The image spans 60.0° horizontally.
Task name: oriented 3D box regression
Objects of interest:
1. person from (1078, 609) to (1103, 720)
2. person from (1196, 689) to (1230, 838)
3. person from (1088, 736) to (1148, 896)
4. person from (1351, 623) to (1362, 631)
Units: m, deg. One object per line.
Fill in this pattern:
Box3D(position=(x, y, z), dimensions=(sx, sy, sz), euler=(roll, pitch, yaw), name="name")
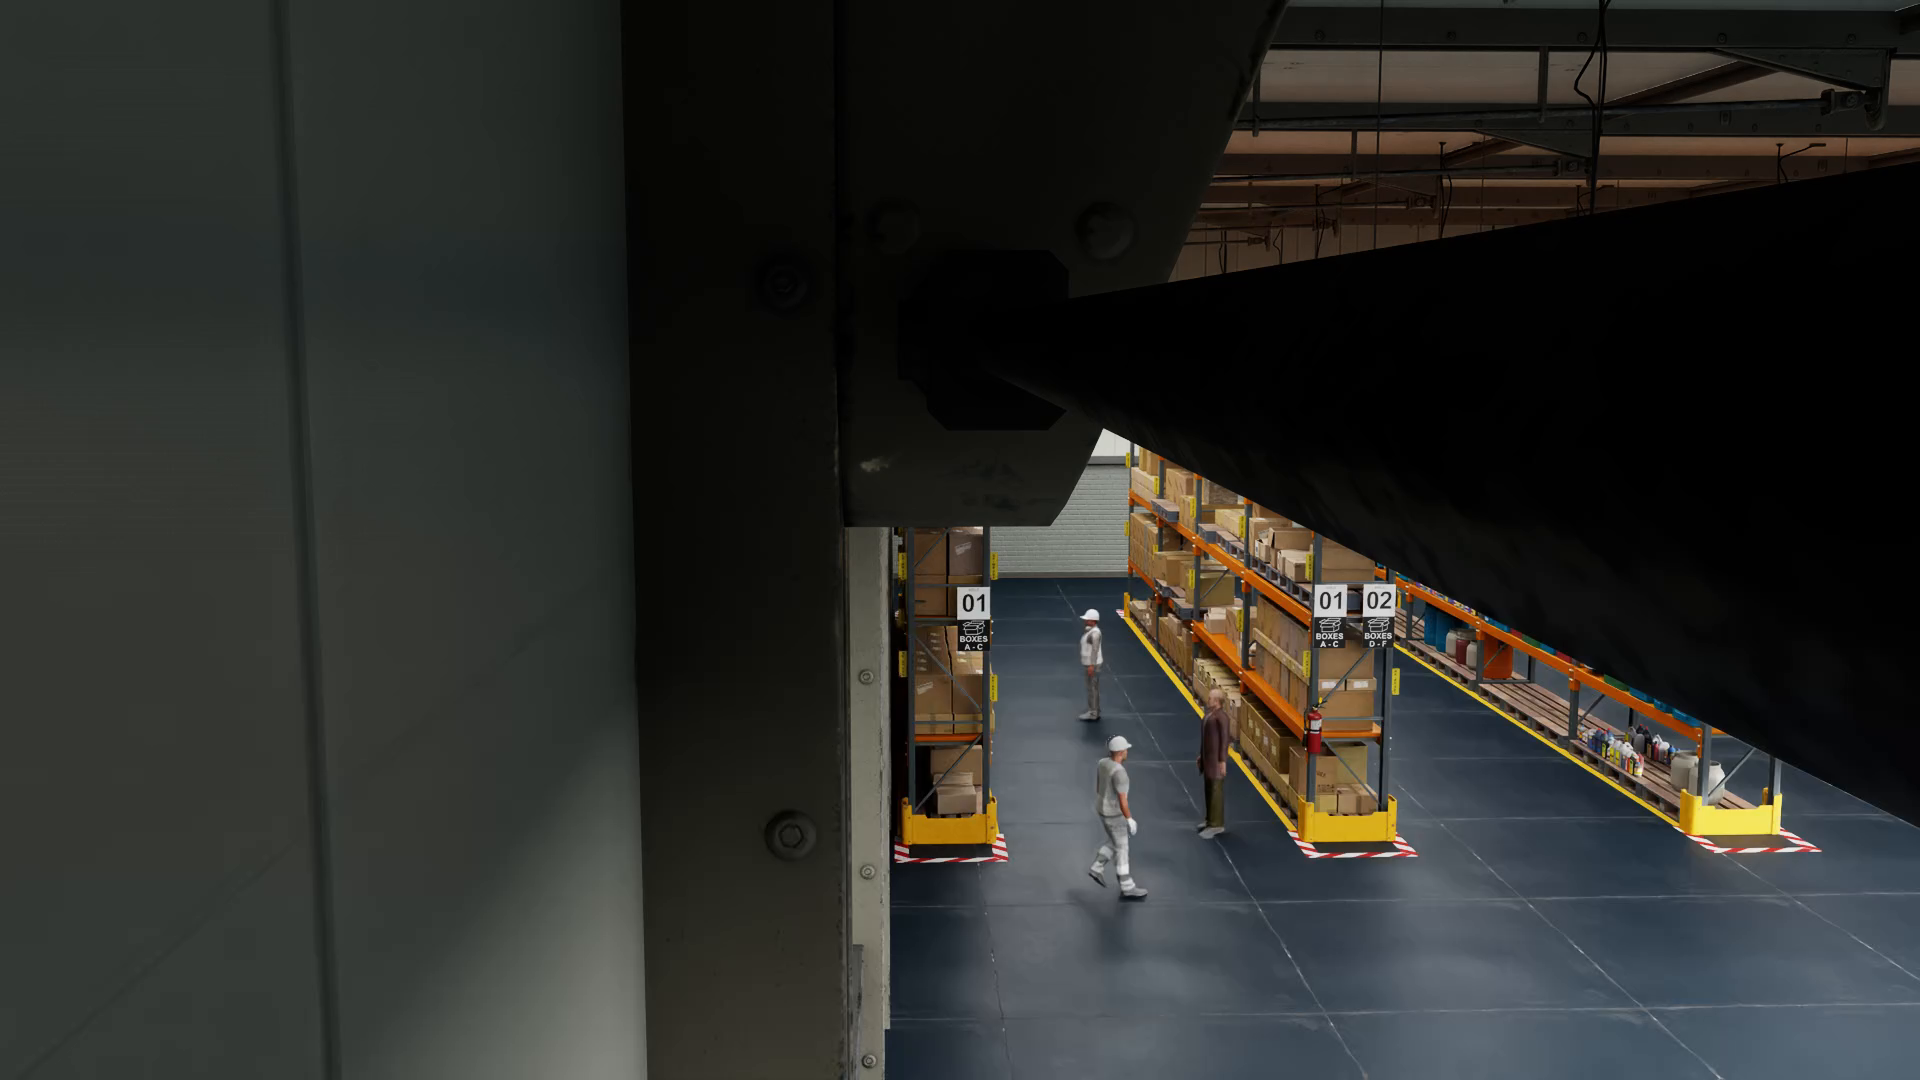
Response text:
Box3D(position=(2.101, 2.006, 26.897), dimensions=(0.390, 1.788, 0.602), euler=(0, 7, -2), name="person")
Box3D(position=(3.139, 2.774, 20.926), dimensions=(0.455, 1.788, 0.657), euler=(-1, 7, -11), name="person")
Box3D(position=(1.748, 3.069, 18.610), dimensions=(0.609, 1.783, 0.633), euler=(-2, 8, -17), name="person")
Box3D(position=(7.687, 1.277, 32.647), dimensions=(0.619, 1.756, 0.590), euler=(-2, 8, -13), name="person")
